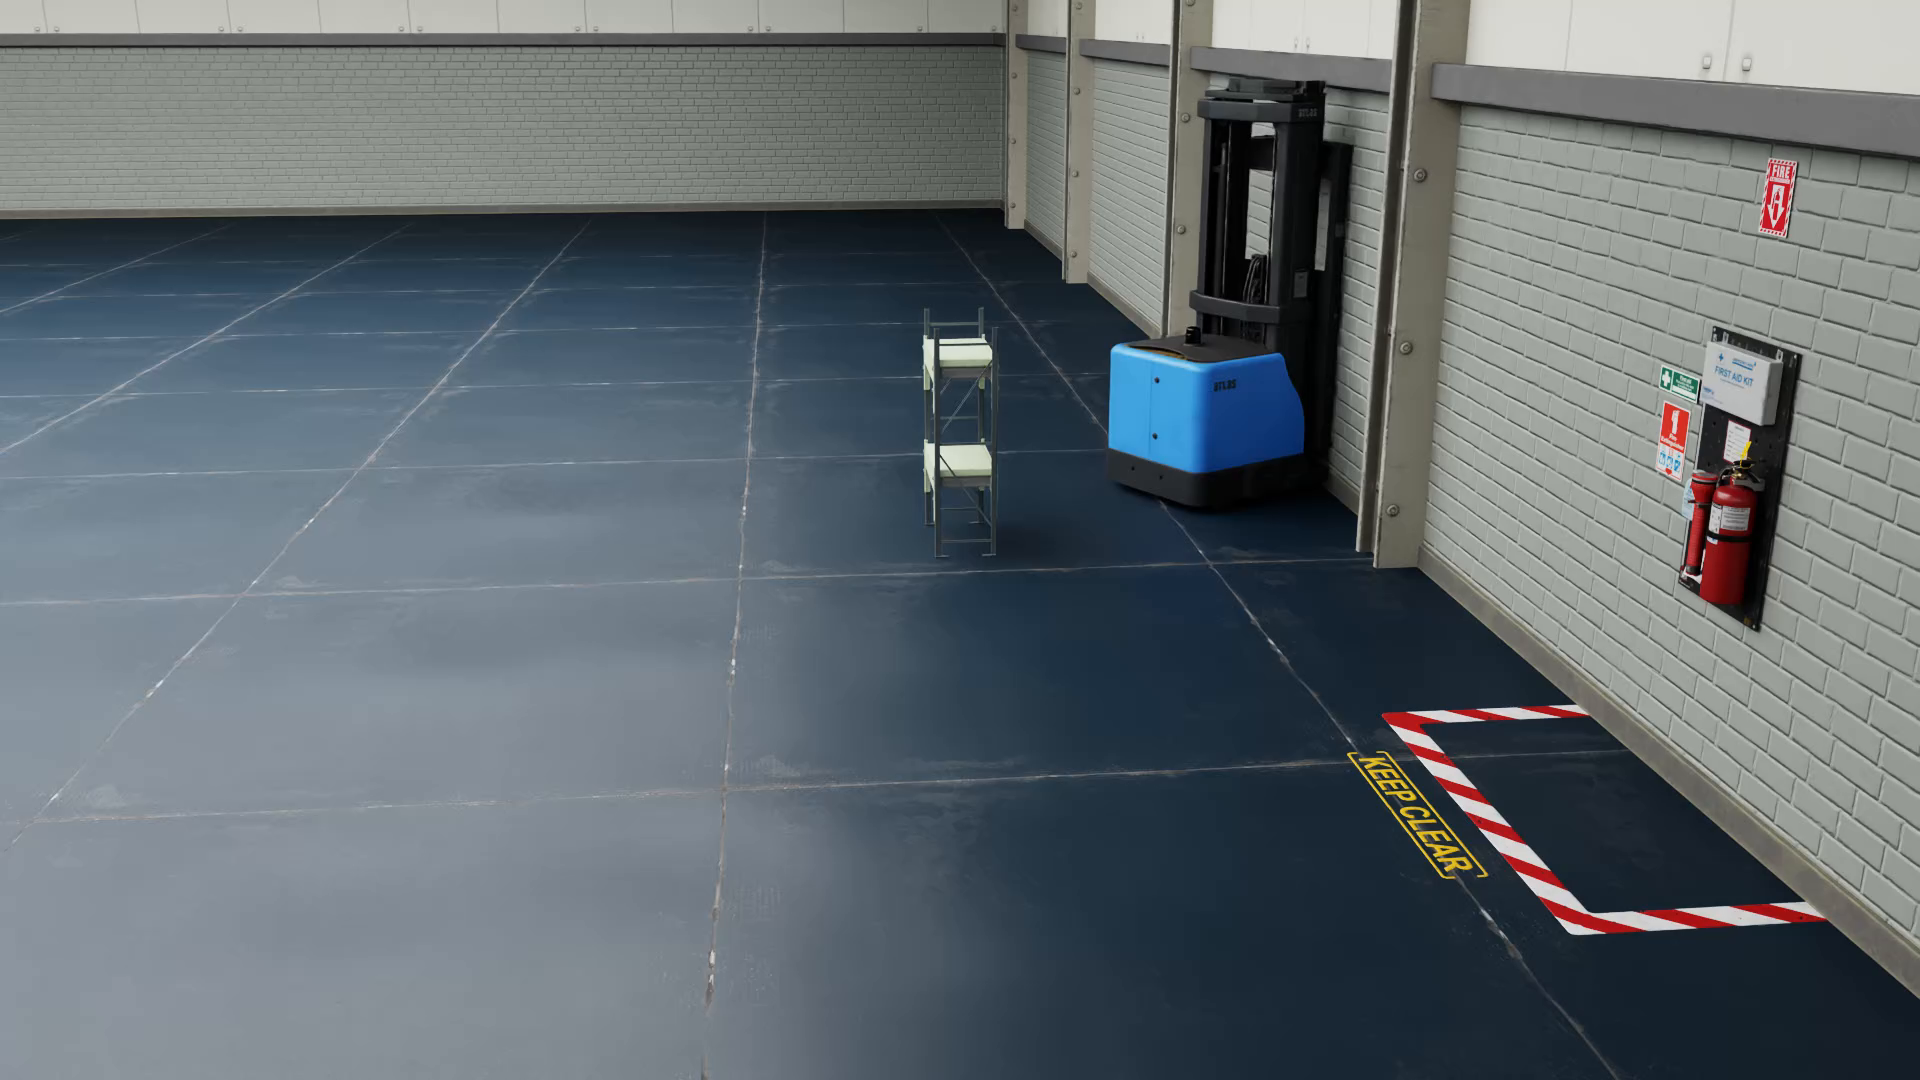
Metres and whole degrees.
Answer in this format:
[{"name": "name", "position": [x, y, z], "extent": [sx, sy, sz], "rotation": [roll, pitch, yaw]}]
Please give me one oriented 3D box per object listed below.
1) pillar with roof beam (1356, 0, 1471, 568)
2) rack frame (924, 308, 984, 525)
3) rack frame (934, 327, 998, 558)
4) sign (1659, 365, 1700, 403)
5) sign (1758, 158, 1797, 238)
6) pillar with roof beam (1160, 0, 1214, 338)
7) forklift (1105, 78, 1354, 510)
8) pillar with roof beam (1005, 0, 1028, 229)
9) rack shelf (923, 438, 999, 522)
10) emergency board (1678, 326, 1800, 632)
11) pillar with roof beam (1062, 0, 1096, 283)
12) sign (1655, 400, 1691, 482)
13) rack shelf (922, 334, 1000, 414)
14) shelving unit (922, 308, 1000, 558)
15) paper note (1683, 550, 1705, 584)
[{"name": "pillar with roof beam", "position": [-1.497, -4.044, 9.036], "extent": [9.100, 9.000, 0.400], "rotation": [-2, 18, -6]}, {"name": "rack frame", "position": [-0.038, -0.827, 11.306], "extent": [0.400, 1.500, 0.023], "rotation": [-2, 18, -6]}, {"name": "rack frame", "position": [0.037, -0.609, 10.611], "extent": [0.400, 1.500, 0.023], "rotation": [-2, 18, -6]}, {"name": "sign", "position": [3.224, -0.701, 7.458], "extent": [0.001, 0.109, 0.331], "rotation": [-2, 18, -6]}, {"name": "sign", "position": [3.285, -1.376, 6.683], "extent": [0.001, 0.298, 0.199], "rotation": [-2, 18, -6]}, {"name": "pillar with roof beam", "position": [-2.116, -5.832, 14.730], "extent": [9.100, 9.000, 0.400], "rotation": [-2, 18, -6]}, {"name": "forklift", "position": [2.581, -1.942, 12.470], "extent": [3.031, 2.935, 1.130], "rotation": [-12, 21, -34]}, {"name": "pillar with roof beam", "position": [-3.354, -9.407, 26.118], "extent": [9.100, 9.000, 0.400], "rotation": [-2, 18, -6]}, {"name": "rack shelf", "position": [-0.001, -0.407, 11.056], "extent": [0.431, 0.370, 0.720], "rotation": [-2, 18, -6]}, {"name": "emergency board", "position": [3.187, -0.265, 7.013], "extent": [0.194, 1.169, 0.643], "rotation": [-2, 18, -6]}, {"name": "pillar with roof beam", "position": [-2.735, -7.620, 20.424], "extent": [9.100, 9.000, 0.400], "rotation": [-2, 18, -6]}, {"name": "sign", "position": [3.232, -0.450, 7.543], "extent": [0.001, 0.329, 0.234], "rotation": [-2, 18, -6]}, {"name": "rack shelf", "position": [-0.001, -1.090, 10.842], "extent": [0.431, 0.370, 0.720], "rotation": [-2, 18, -6]}, {"name": "shelving unit", "position": [-0.001, -0.718, 10.959], "extent": [0.431, 1.500, 0.755], "rotation": [-2, 18, -6]}, {"name": "paper note", "position": [3.237, 0.101, 7.320], "extent": [0.016, 0.148, 0.142], "rotation": [-2, 18, -6]}]
